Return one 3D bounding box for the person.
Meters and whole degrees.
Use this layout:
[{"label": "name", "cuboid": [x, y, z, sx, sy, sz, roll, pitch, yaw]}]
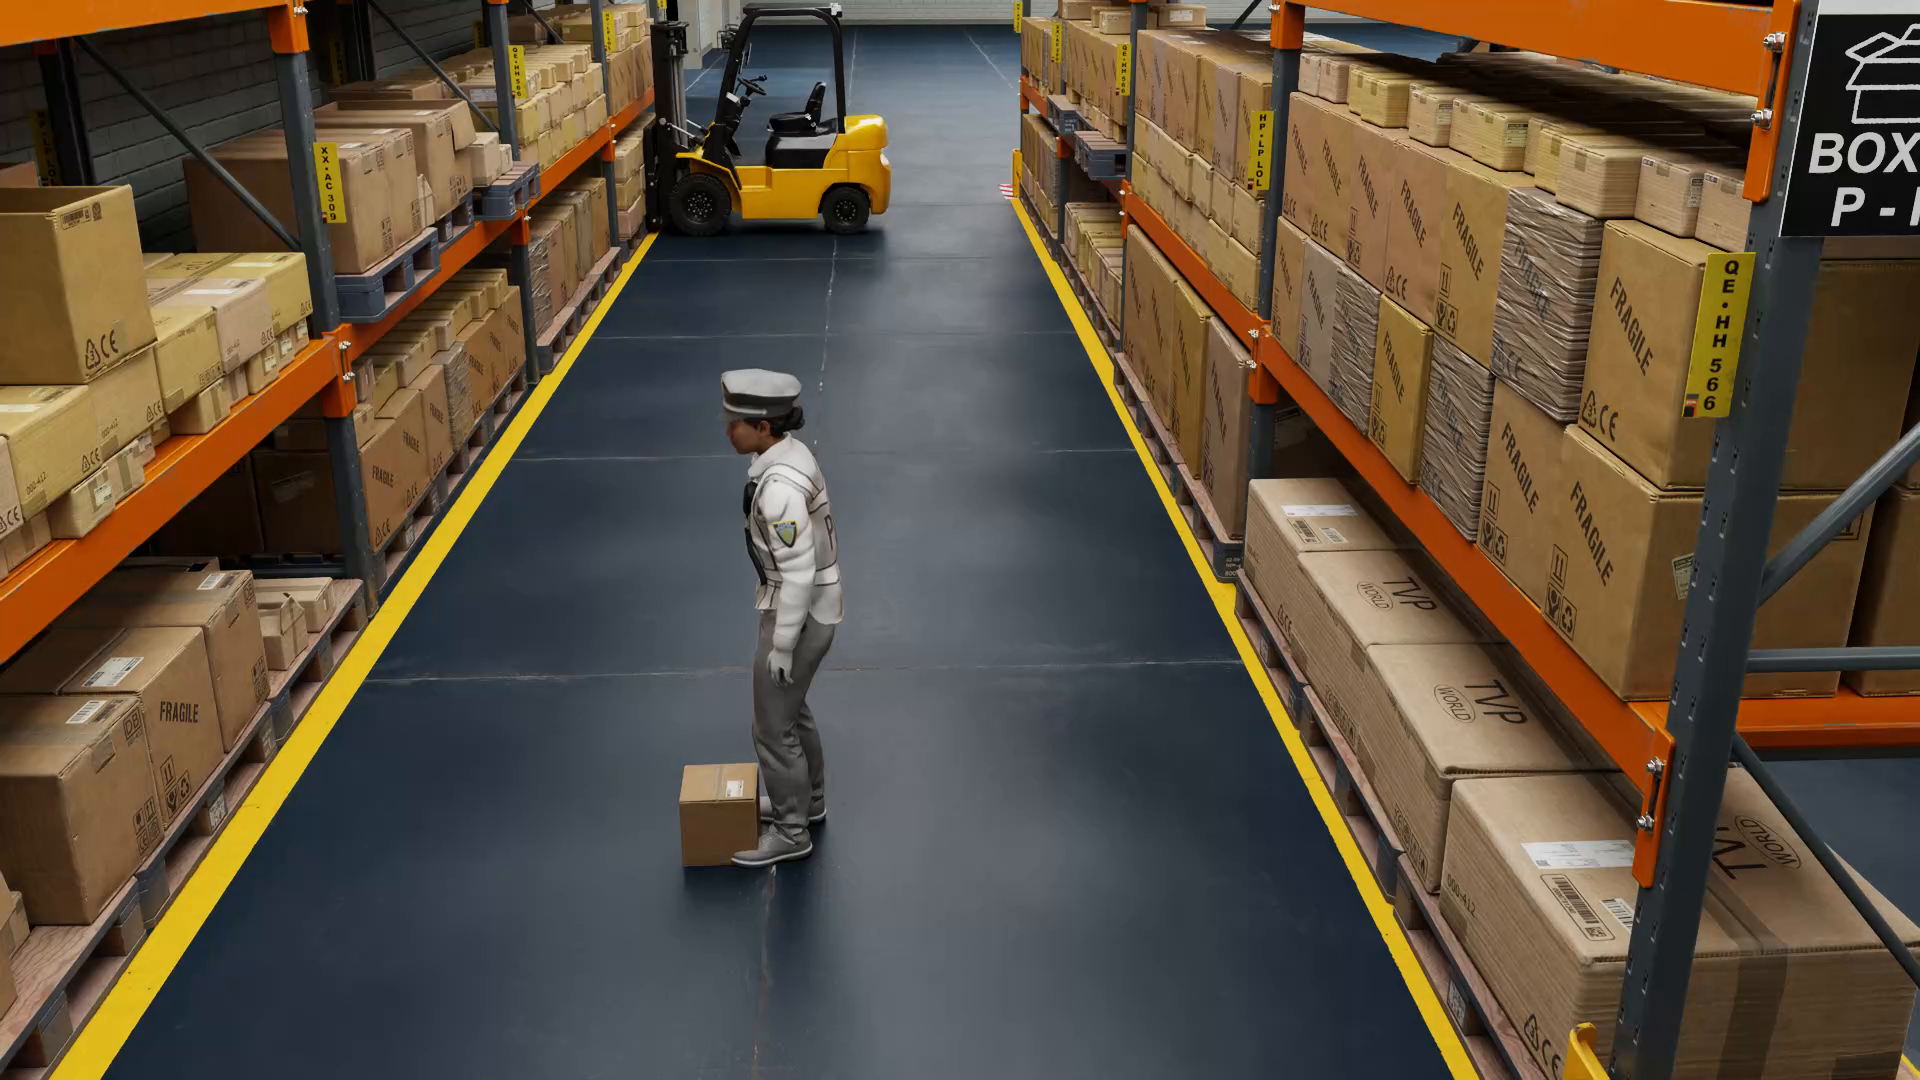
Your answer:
[{"label": "person", "cuboid": [-0.584, 0.259, 5.383, 0.415, 1.662, 0.532, -2, 21, -6]}]
